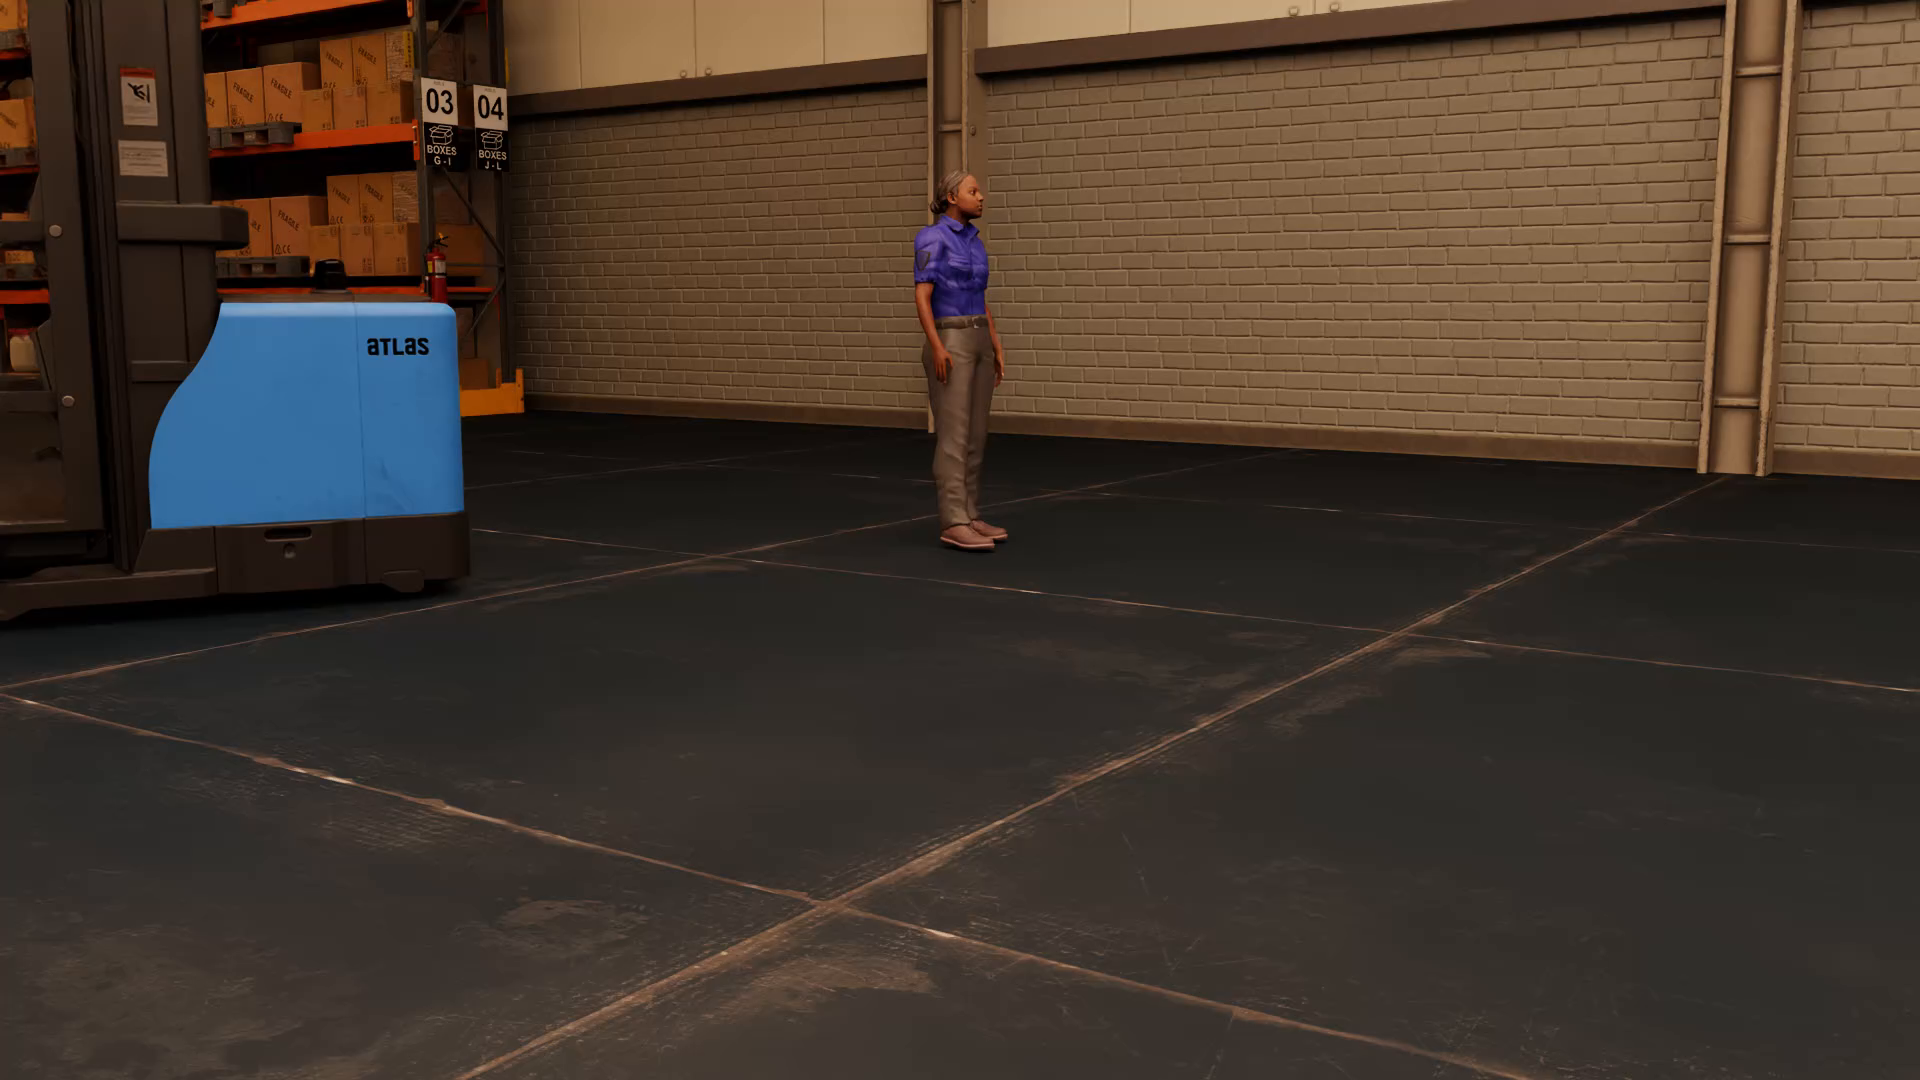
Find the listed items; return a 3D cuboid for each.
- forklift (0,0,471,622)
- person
[{"bbox_3d":[-3.378,-1.216,5.746,3.031,2.935,1.130,-4,9,-26],"label":"forklift"},{"bbox_3d":[0.062,-0.817,7.421,0.503,1.656,0.569,5,10,34],"label":"person"}]
